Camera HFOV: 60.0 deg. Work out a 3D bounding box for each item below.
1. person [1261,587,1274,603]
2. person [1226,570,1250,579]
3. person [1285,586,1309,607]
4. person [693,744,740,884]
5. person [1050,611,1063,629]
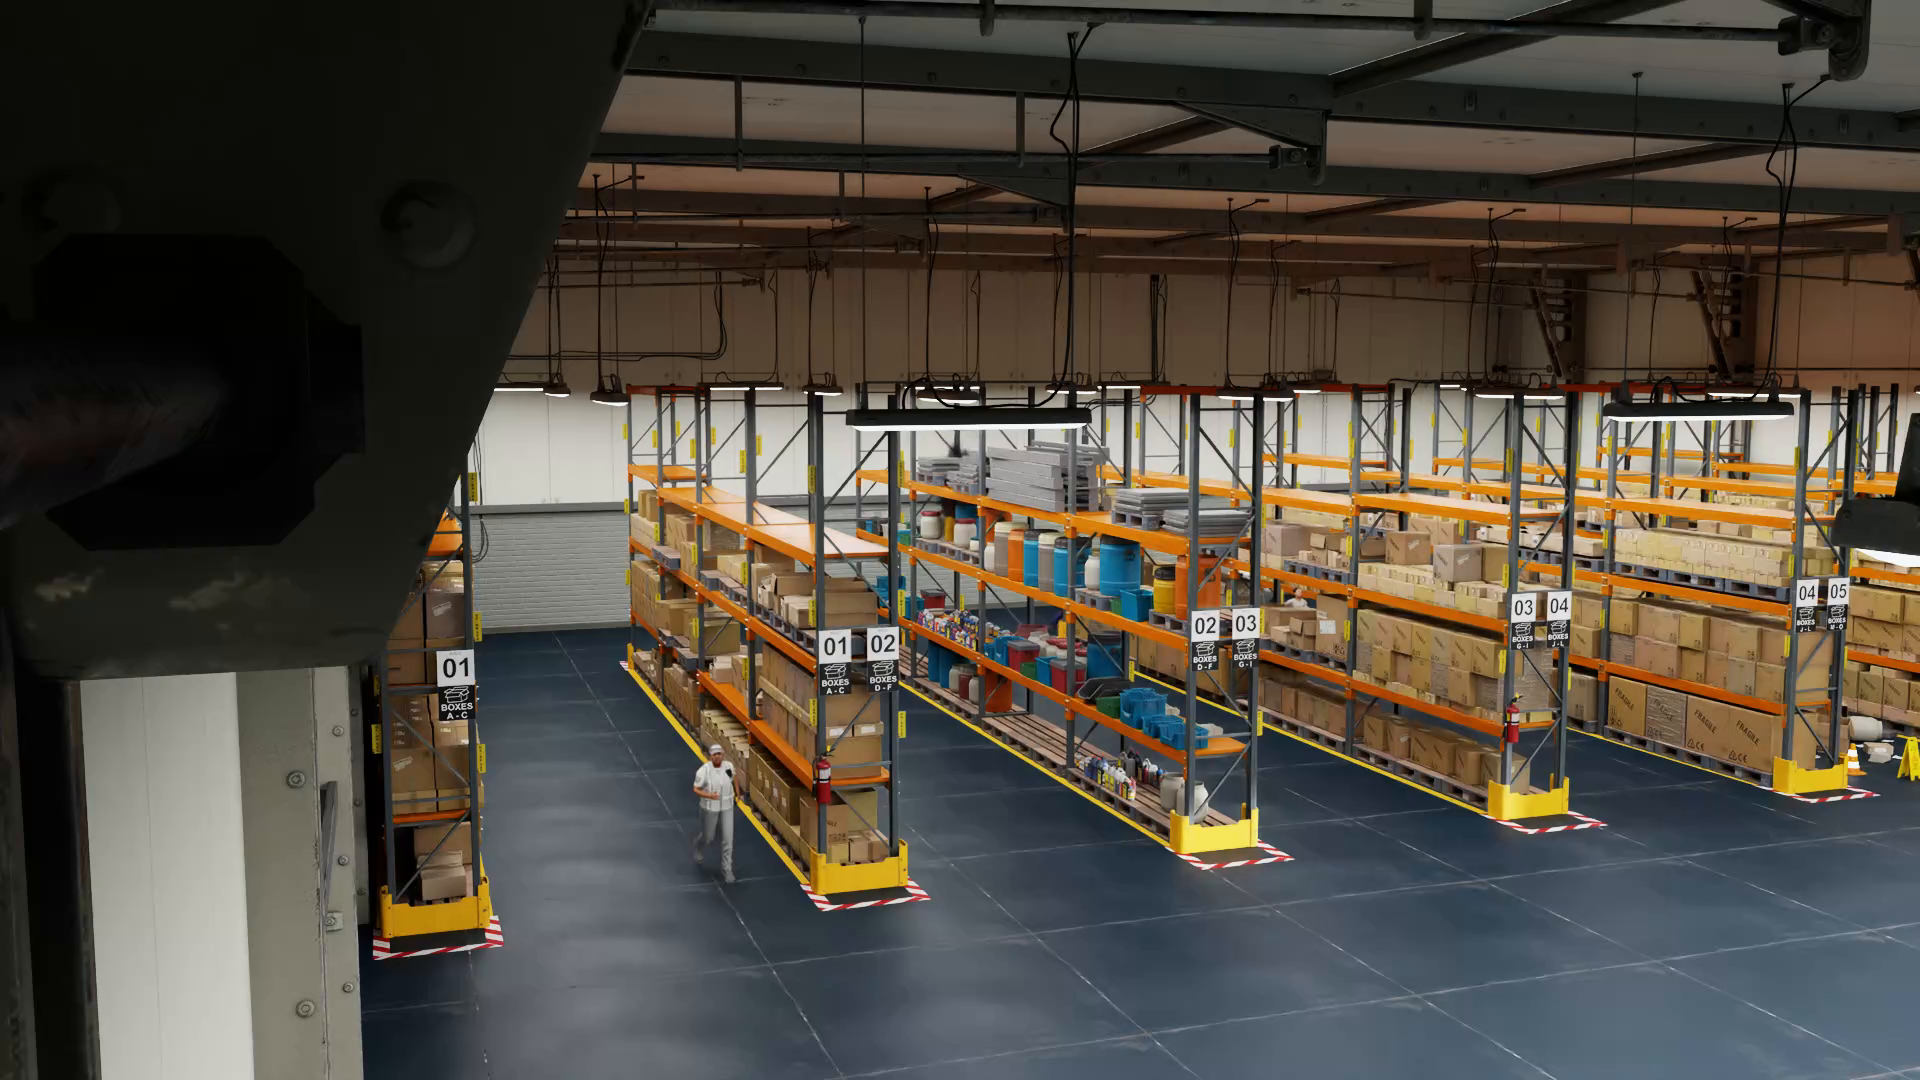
[{"bbox_3d":[7.644,1.219,41.410,0.541,1.678,0.795,0,6,-1],"label":"person"},{"bbox_3d":[6.762,1.267,40.773,0.723,1.725,0.585,5,8,41],"label":"person"},{"bbox_3d":[7.234,1.811,35.678,0.573,1.645,0.939,-2,6,-23],"label":"person"},{"bbox_3d":[-3.059,3.365,20.809,0.584,1.684,0.934,-2,6,-23],"label":"person"},{"bbox_3d":[2.619,1.389,40.028,0.920,1.662,0.618,0,6,4],"label":"person"}]
